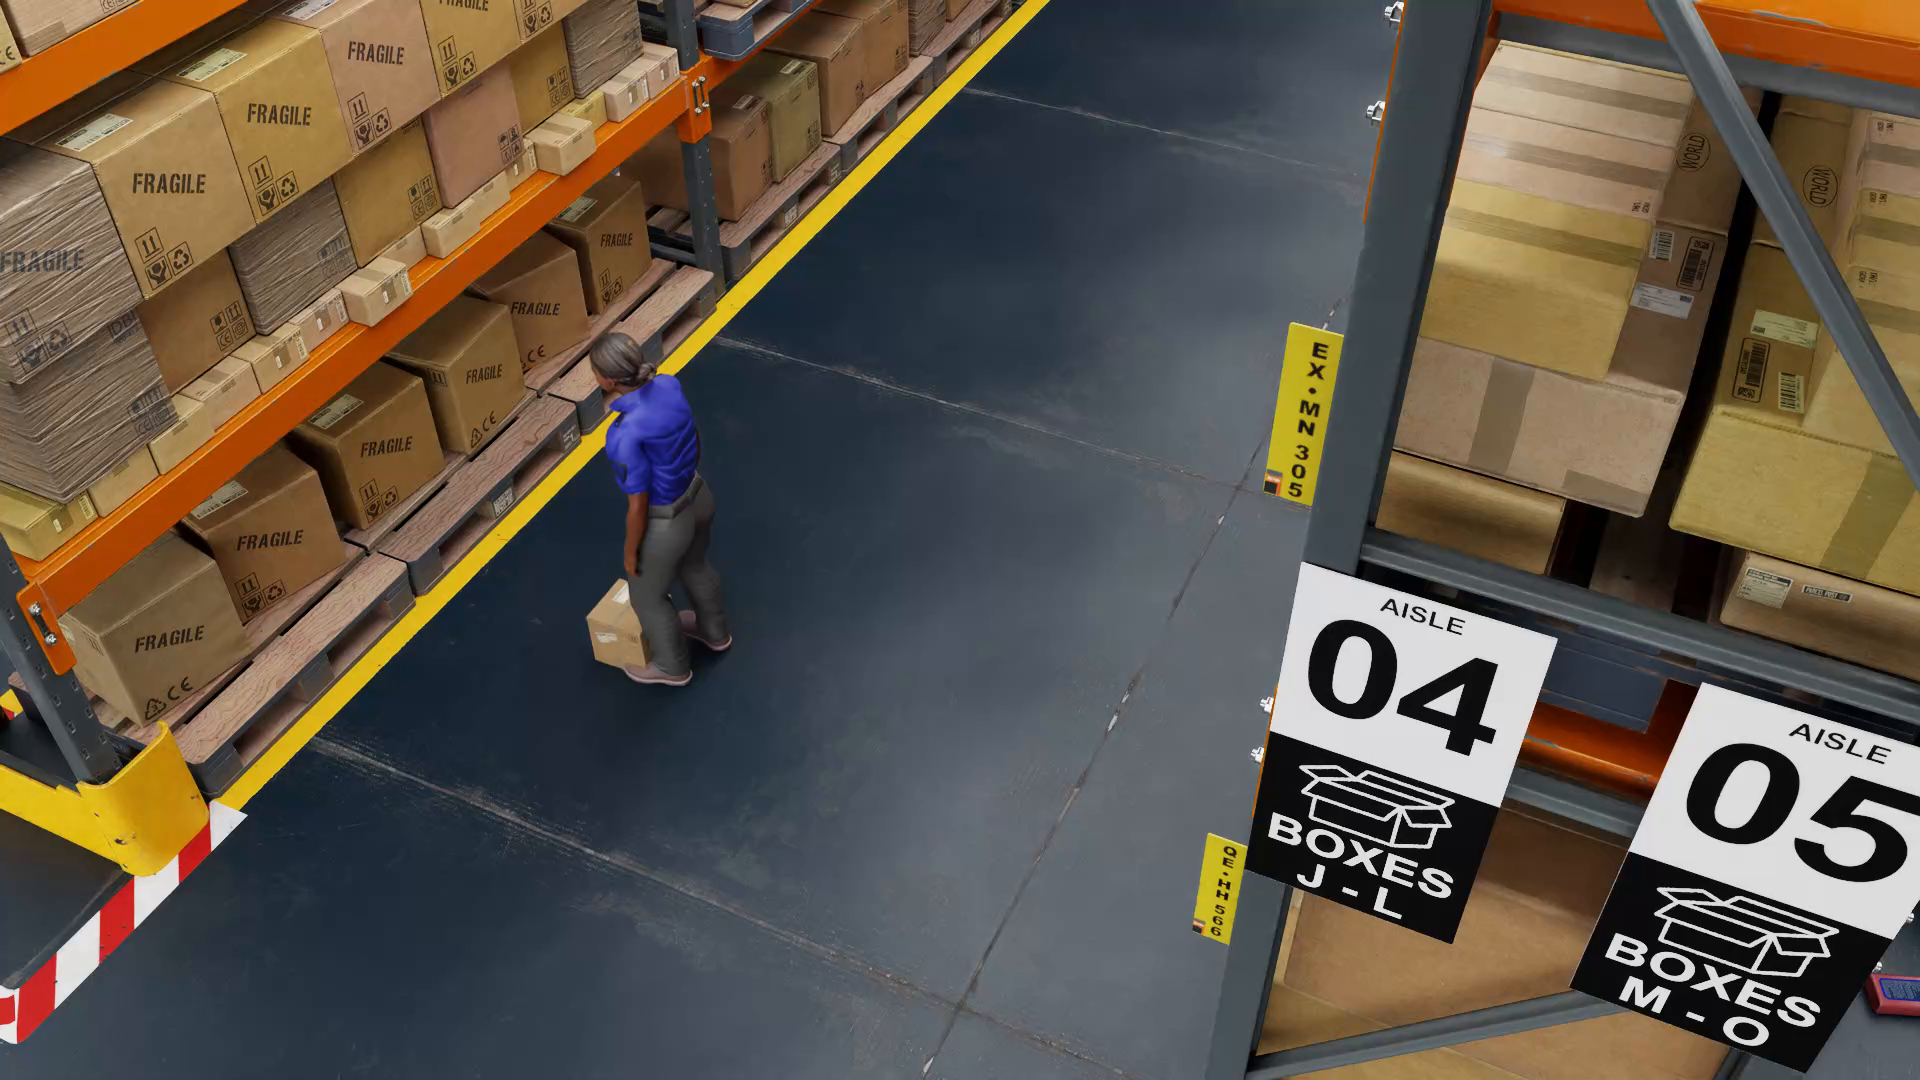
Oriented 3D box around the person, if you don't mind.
[{"bbox_3d":[-1.126,-0.116,6.241,0.348,1.584,0.494,15,44,16],"label":"person"}]
